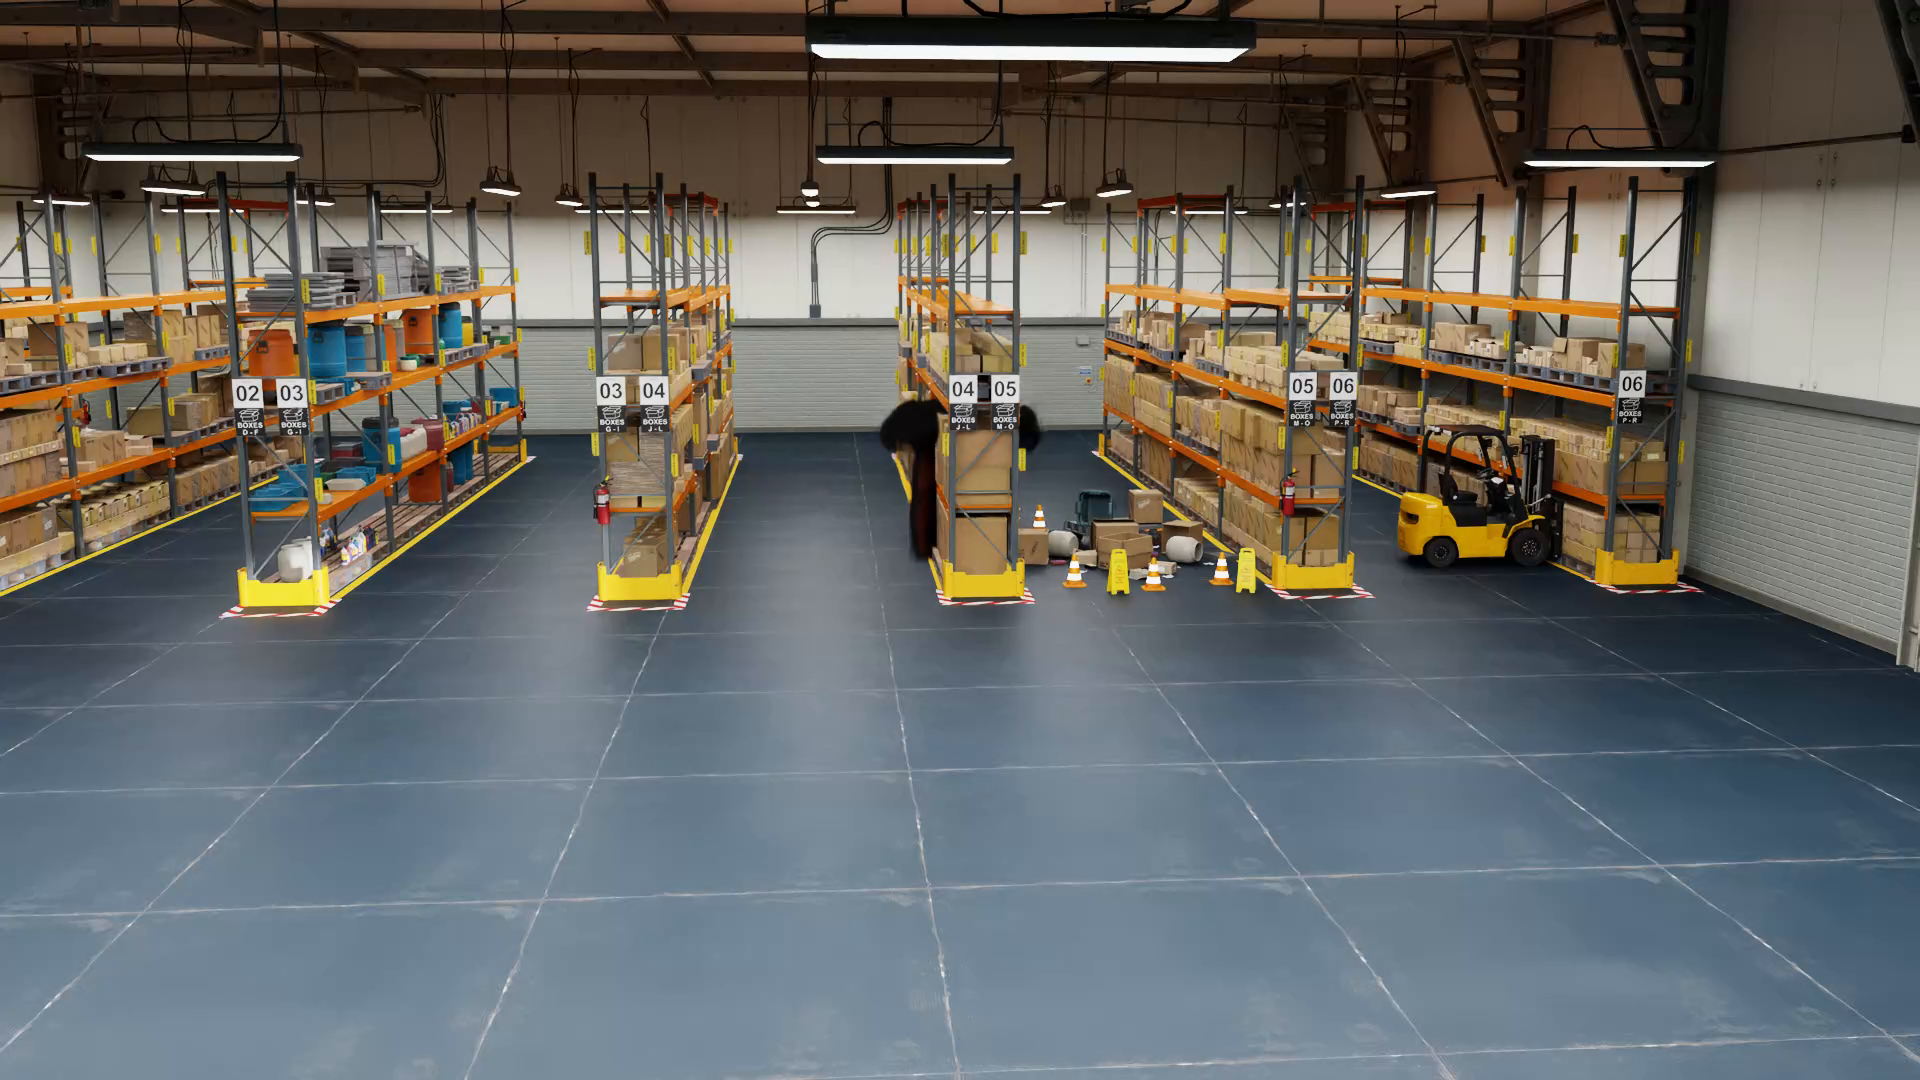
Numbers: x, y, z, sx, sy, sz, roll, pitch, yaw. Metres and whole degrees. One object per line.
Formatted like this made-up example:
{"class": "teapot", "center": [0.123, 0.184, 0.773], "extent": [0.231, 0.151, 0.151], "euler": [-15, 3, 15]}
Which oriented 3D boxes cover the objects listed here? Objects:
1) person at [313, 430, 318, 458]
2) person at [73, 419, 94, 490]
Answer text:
{"class": "person", "center": [-15.828, -2.844, 39.788], "extent": [0.727, 1.786, 0.630], "euler": [4, 11, 23]}
{"class": "person", "center": [-17.762, -1.682, 33.777], "extent": [0.597, 1.626, 0.966], "euler": [-3, 10, -15]}
